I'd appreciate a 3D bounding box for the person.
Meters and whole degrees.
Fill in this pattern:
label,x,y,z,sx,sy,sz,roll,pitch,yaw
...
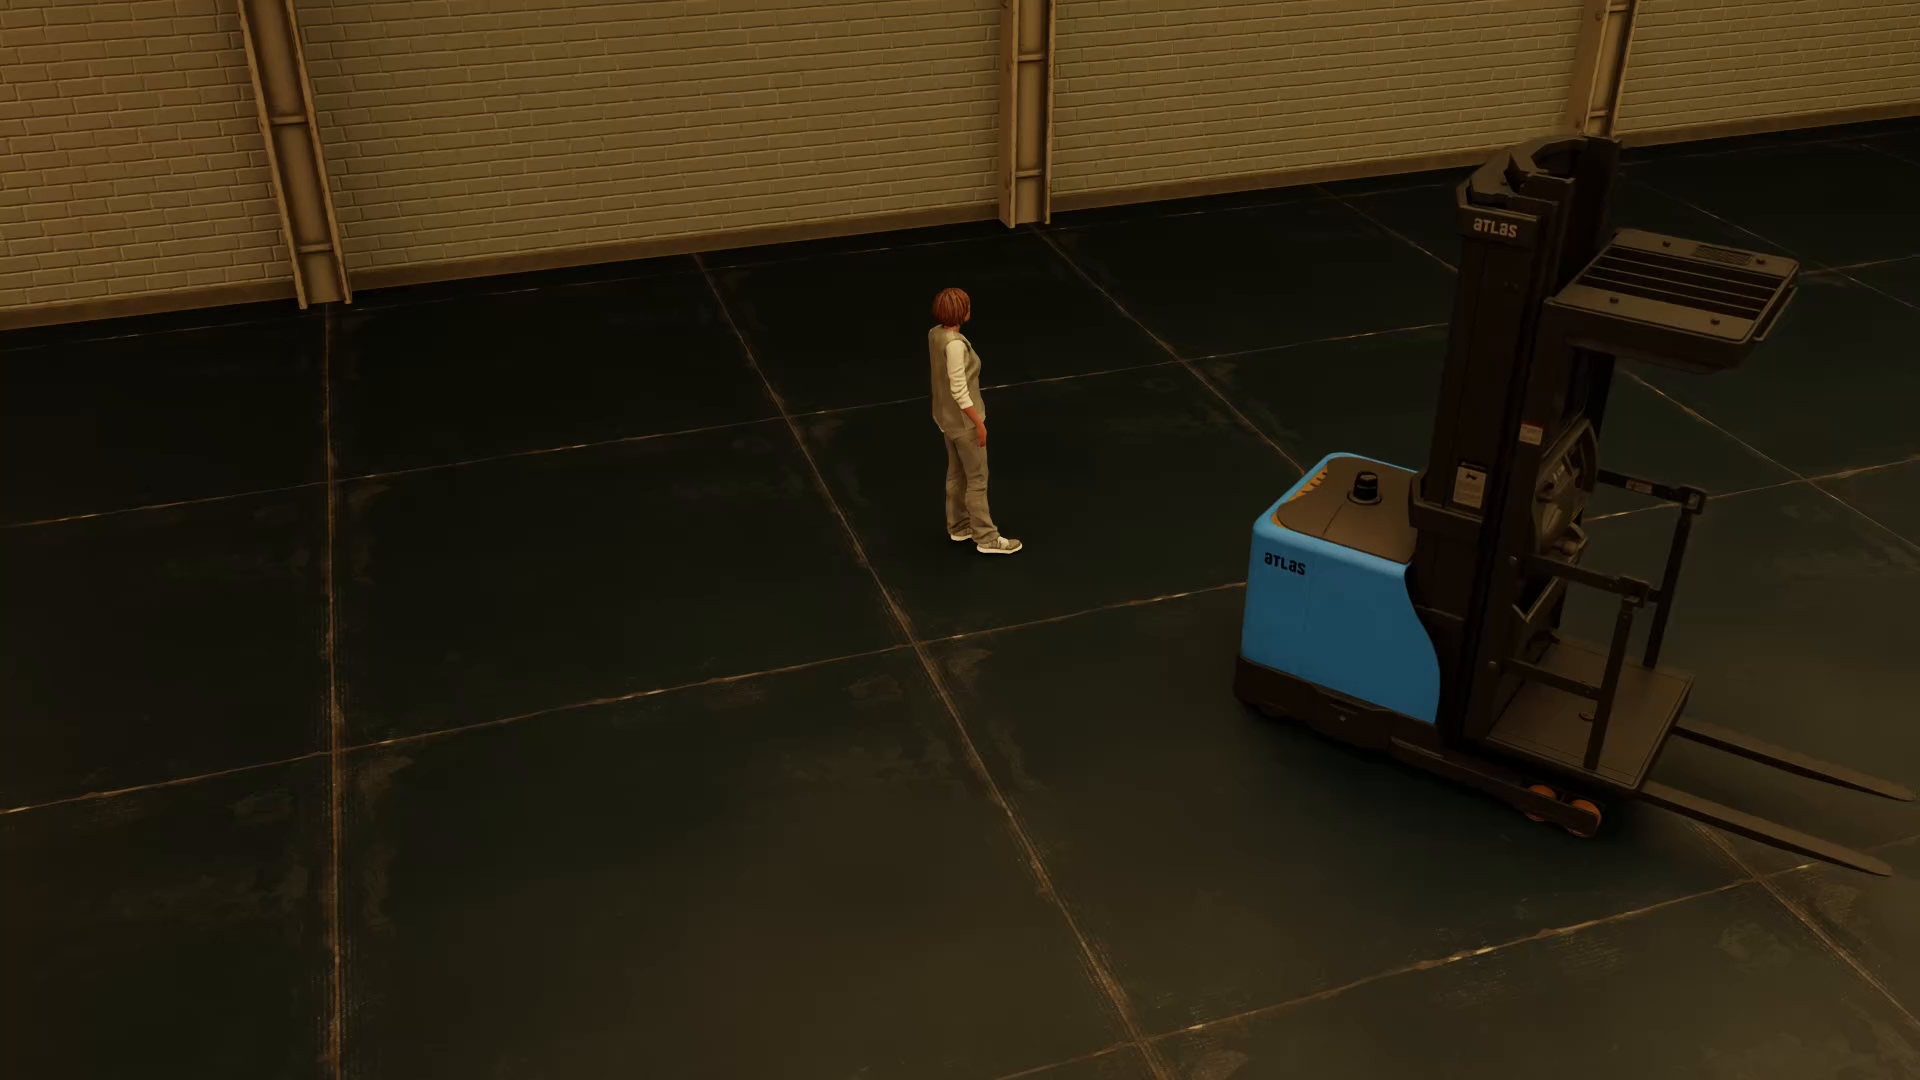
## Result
label,x,y,z,sx,sy,sz,roll,pitch,yaw
person,0.074,-0.704,9.633,0.475,1.597,0.520,-10,31,-16

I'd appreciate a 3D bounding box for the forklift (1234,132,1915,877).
label,x,y,z,sx,sy,sz,roll,pitch,yaw
forklift,2.909,-0.208,7.448,3.031,2.935,1.130,19,35,29
